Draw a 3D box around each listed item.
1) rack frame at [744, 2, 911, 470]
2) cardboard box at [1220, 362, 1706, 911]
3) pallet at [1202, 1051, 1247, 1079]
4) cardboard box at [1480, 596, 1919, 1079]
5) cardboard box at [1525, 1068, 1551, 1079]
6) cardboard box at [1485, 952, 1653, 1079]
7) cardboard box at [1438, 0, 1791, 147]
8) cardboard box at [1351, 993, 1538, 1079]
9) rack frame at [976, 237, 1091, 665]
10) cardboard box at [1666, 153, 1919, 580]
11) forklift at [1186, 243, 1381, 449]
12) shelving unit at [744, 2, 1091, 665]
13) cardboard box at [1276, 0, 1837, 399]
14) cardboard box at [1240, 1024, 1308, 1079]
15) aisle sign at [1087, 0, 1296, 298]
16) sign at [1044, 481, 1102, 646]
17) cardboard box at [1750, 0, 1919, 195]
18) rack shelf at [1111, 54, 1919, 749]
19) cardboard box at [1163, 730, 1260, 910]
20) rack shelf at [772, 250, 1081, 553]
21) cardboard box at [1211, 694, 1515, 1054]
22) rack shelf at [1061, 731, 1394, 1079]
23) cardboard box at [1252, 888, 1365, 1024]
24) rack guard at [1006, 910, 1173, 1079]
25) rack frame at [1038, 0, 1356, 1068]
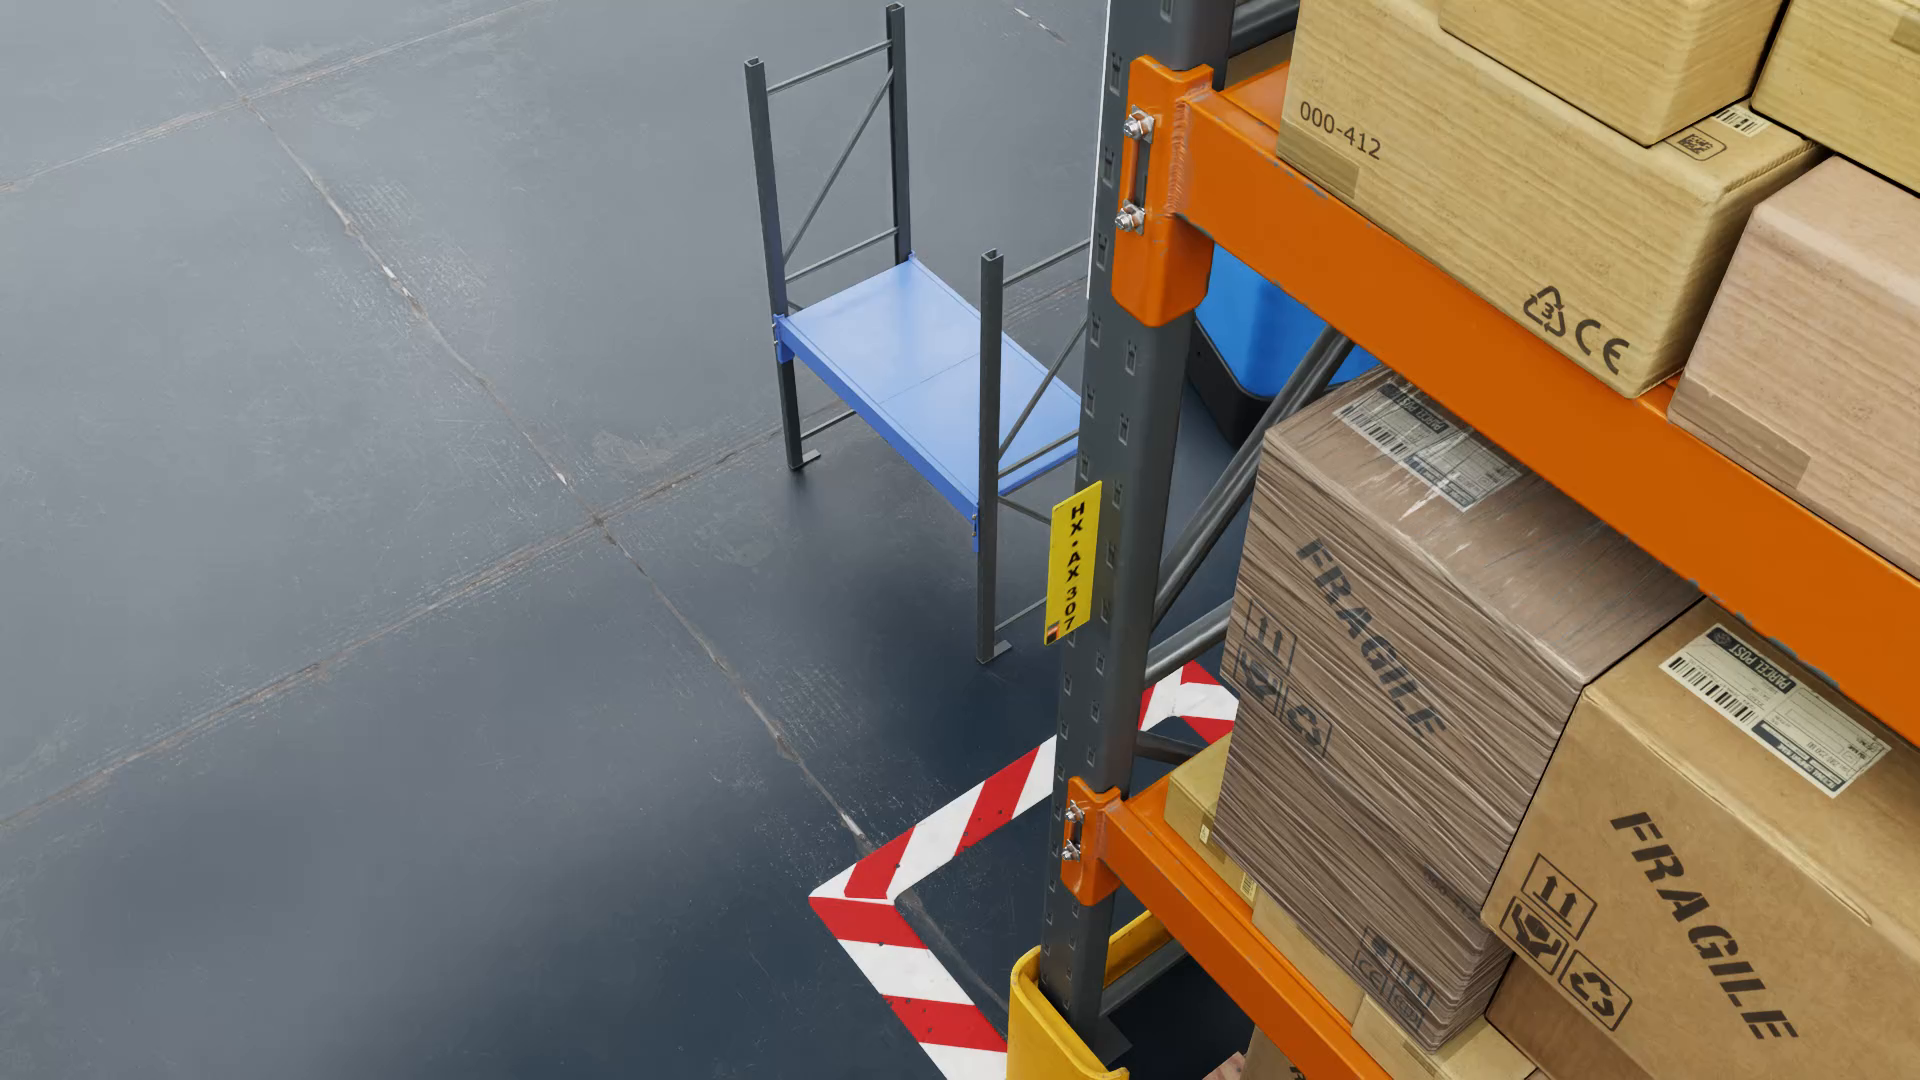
[{"bbox_3d":[-0.359,-0.854,5.012,0.500,1.500,0.032,-29,54,-24],"label":"rack frame"},{"bbox_3d":[0.726,0.065,2.224,0.500,0.500,0.500,-29,54,-24],"label":"cardboard box"},{"bbox_3d":[1.120,1.564,3.690,1.003,0.211,1.213,-29,54,-24],"label":"pallet"},{"bbox_3d":[1.023,0.363,1.954,0.500,0.500,0.500,-29,54,-24],"label":"cardboard box"},{"bbox_3d":[1.036,0.895,2.584,0.380,0.149,0.250,-29,54,-24],"label":"cardboard box"},{"bbox_3d":[1.319,0.531,2.475,0.875,0.500,0.500,-29,54,-24],"label":"cardboard box"},{"bbox_3d":[0.673,-0.541,1.524,0.380,0.149,0.250,-28,54,-23],"label":"cardboard box"},{"bbox_3d":[0.868,0.757,2.709,0.380,0.149,0.250,-29,54,-24],"label":"cardboard box"},{"bbox_3d":[0.256,-0.254,4.468,0.500,1.500,0.032,-29,54,-24],"label":"rack frame"},{"bbox_3d":[1.013,-0.168,1.455,0.500,0.250,0.500,-31,55,-25],"label":"cardboard box"},{"bbox_3d":[2.188,-1.909,5.003,3.031,2.935,1.130,-14,49,-12],"label":"forklift"},{"bbox_3d":[-0.052,-0.554,4.740,0.538,1.500,1.048,-29,54,-24],"label":"shelving unit"},{"bbox_3d":[0.696,-0.470,1.728,0.500,0.250,0.500,-28,54,-23],"label":"cardboard box"},{"bbox_3d":[0.975,1.162,3.576,0.500,0.500,0.500,-20,51,-17],"label":"cardboard box"},{"bbox_3d":[0.334,-0.688,2.094,0.394,0.787,0.004,-29,54,-24],"label":"aisle sign"},{"bbox_3d":[0.178,0.040,2.605,0.100,0.325,0.005,-29,54,-24],"label":"sign"},{"bbox_3d":[0.924,-0.448,1.439,0.380,0.149,0.250,-30,55,-25],"label":"cardboard box"},{"bbox_3d":[1.821,0.501,1.232,1.077,0.370,4.000,-29,54,-24],"label":"rack shelf"},{"bbox_3d":[0.593,0.447,2.990,0.380,0.149,0.250,-29,54,-24],"label":"cardboard box"},{"bbox_3d":[-0.052,-0.433,4.873,0.538,0.185,1.000,-29,54,-24],"label":"rack shelf"},{"bbox_3d":[0.921,0.290,2.694,0.875,0.500,0.500,-29,54,-24],"label":"cardboard box"},{"bbox_3d":[1.821,1.508,2.344,1.077,0.370,4.000,-29,54,-24],"label":"rack shelf"},{"bbox_3d":[0.729,0.603,2.848,0.380,0.149,0.250,-29,54,-24],"label":"cardboard box"},{"bbox_3d":[0.656,0.972,4.032,1.175,0.500,0.348,-29,54,-24],"label":"rack guard"},{"bbox_3d":[0.610,0.087,3.146,1.000,3.000,0.127,-29,54,-24],"label":"rack frame"}]
